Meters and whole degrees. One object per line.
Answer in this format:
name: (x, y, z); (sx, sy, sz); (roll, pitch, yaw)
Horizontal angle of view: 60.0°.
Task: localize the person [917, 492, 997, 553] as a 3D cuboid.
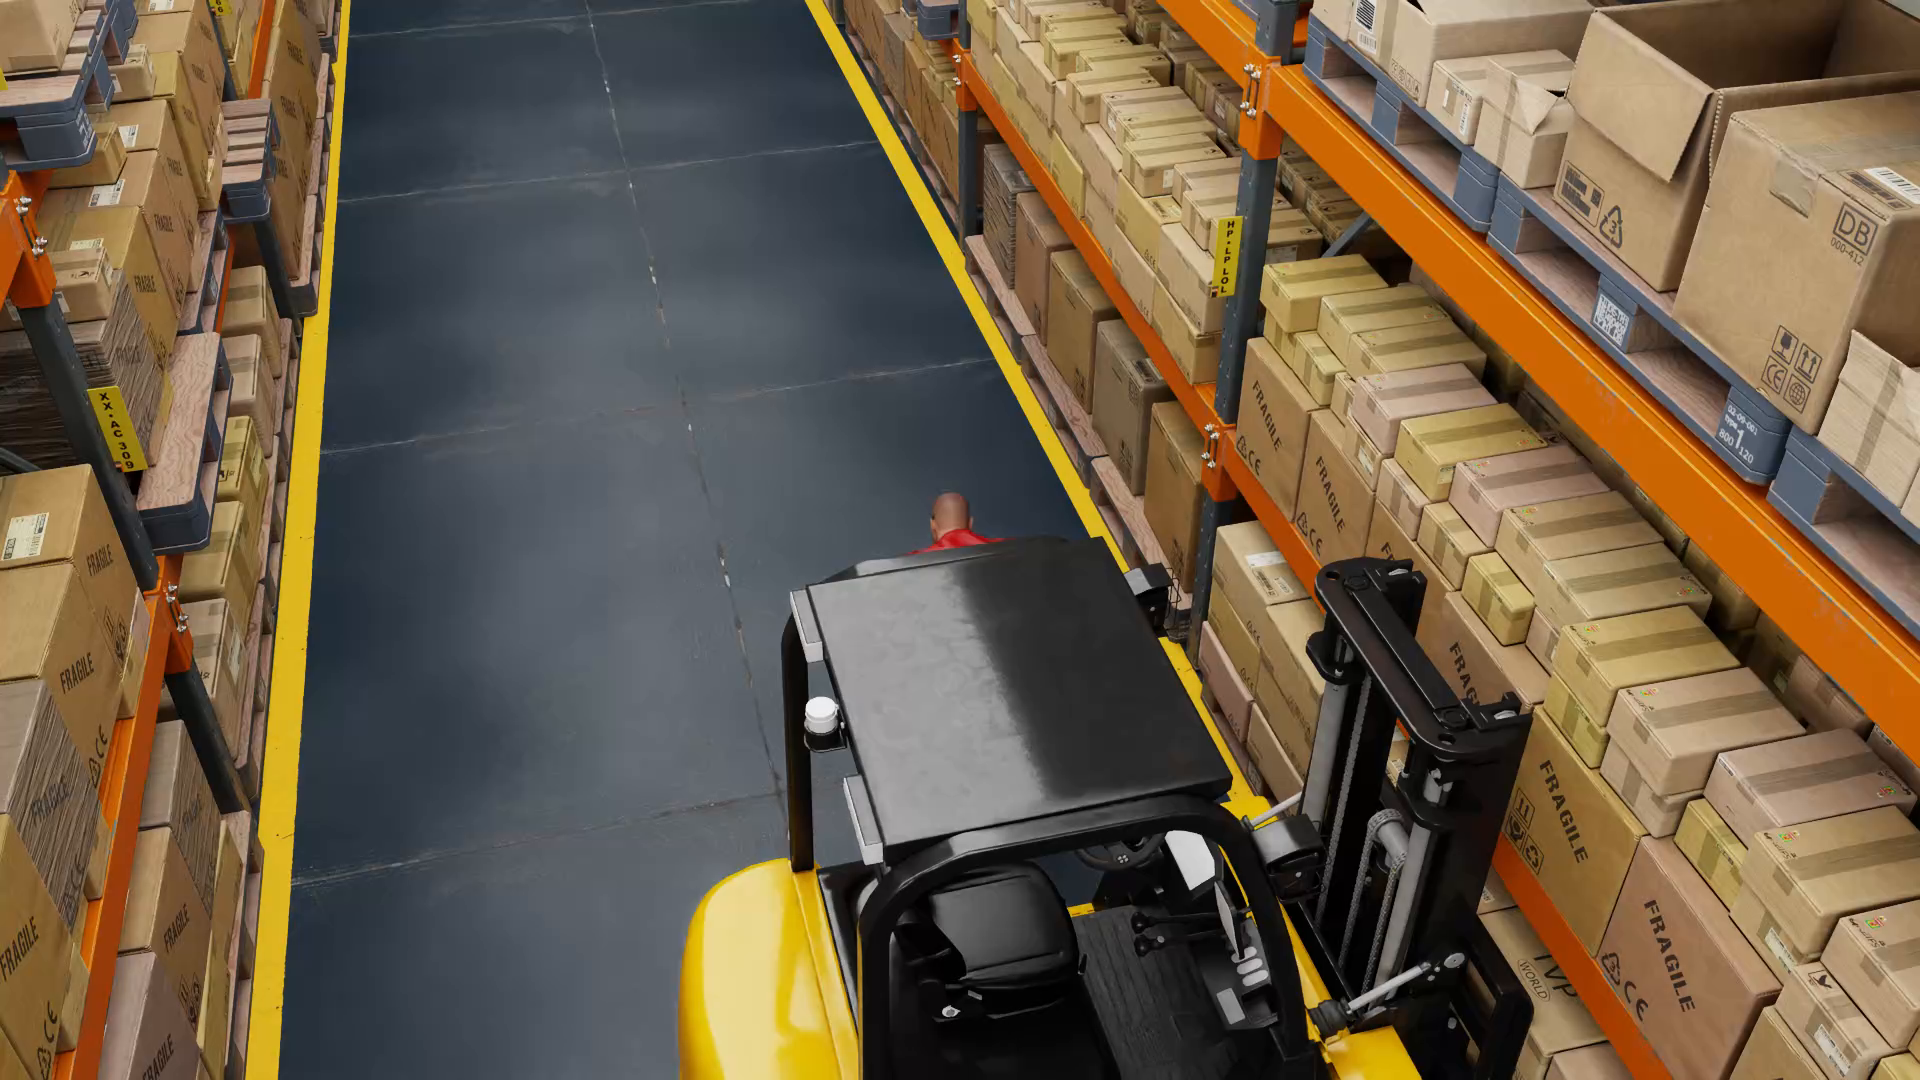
person: (0.025, 0.413, 6.783); (0.570, 1.016, 0.877); (-3, 38, -4)
